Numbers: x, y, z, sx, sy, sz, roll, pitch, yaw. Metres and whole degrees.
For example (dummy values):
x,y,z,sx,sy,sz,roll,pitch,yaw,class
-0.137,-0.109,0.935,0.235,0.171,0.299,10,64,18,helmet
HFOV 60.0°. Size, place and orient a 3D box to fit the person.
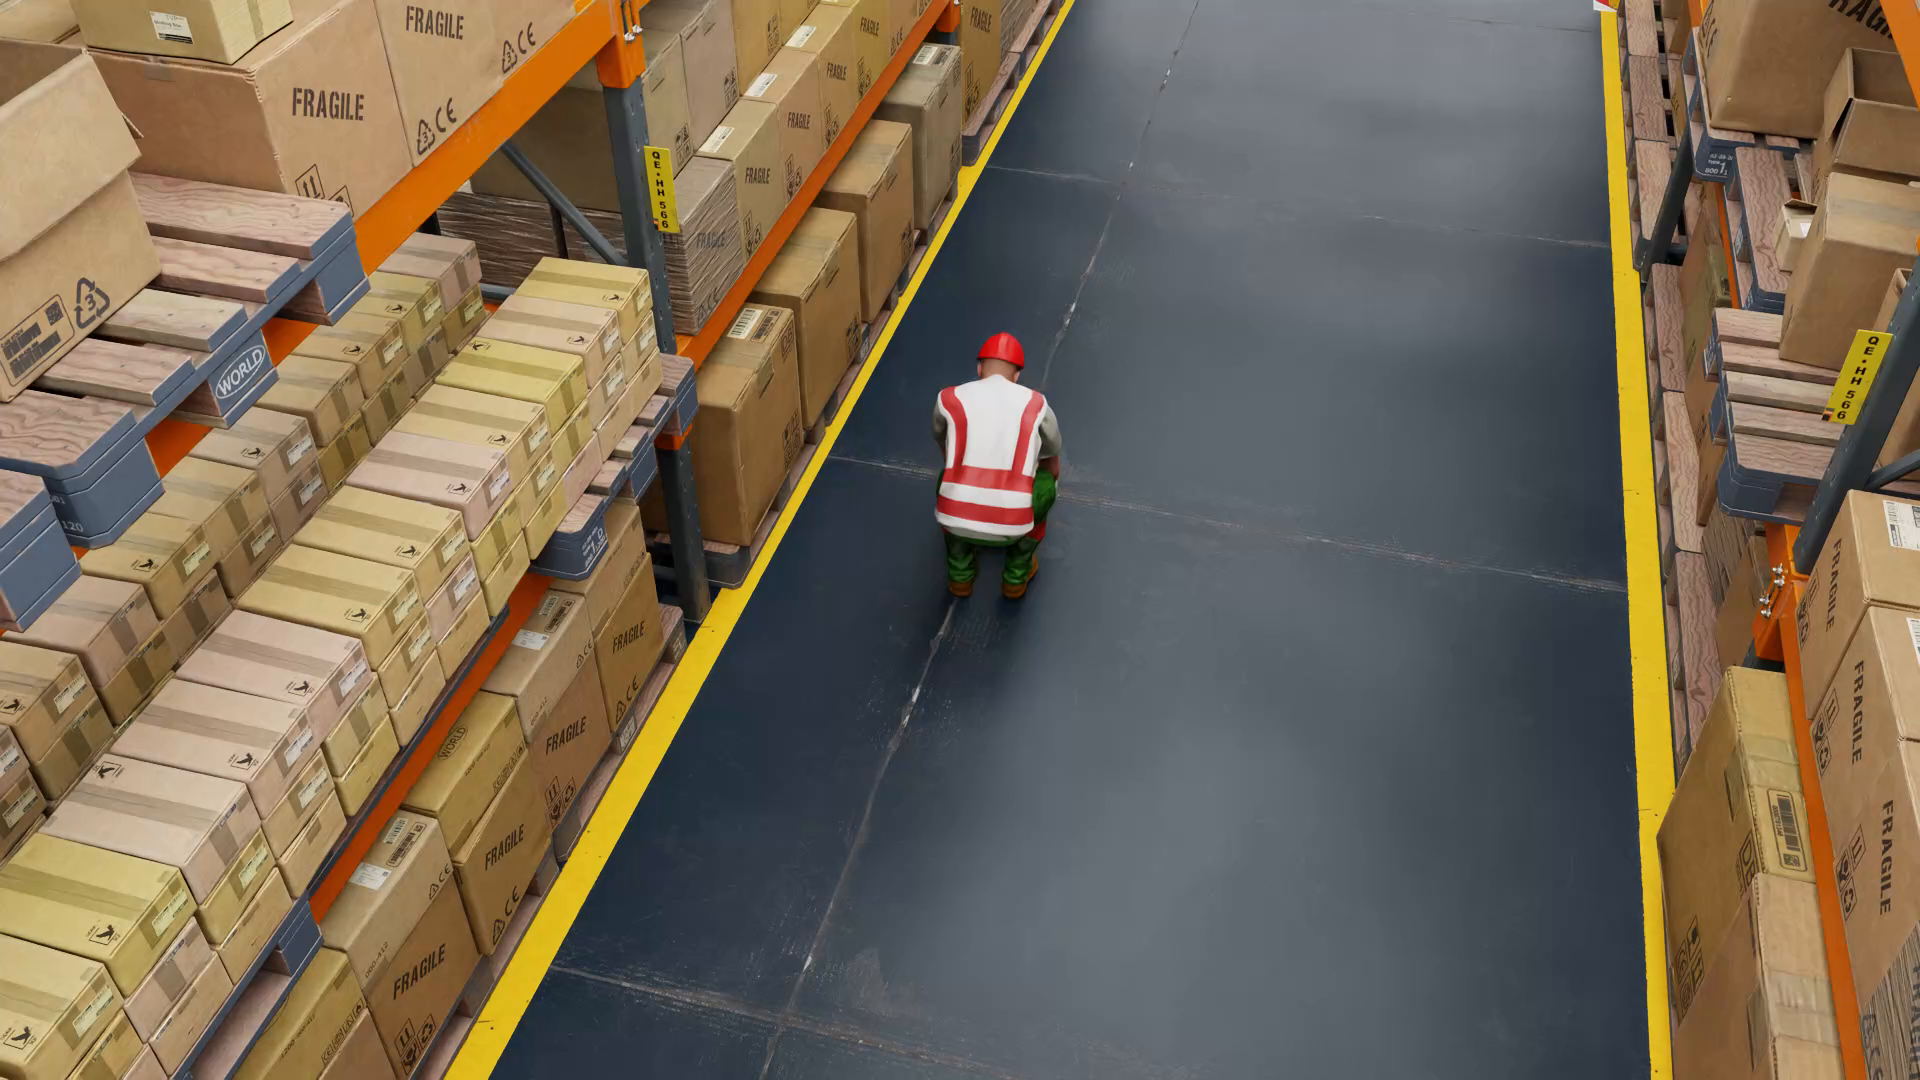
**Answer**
x,y,z,sx,sy,sz,roll,pitch,yaw,class
0.166,-0.282,7.114,0.529,0.942,0.950,7,41,9,person
